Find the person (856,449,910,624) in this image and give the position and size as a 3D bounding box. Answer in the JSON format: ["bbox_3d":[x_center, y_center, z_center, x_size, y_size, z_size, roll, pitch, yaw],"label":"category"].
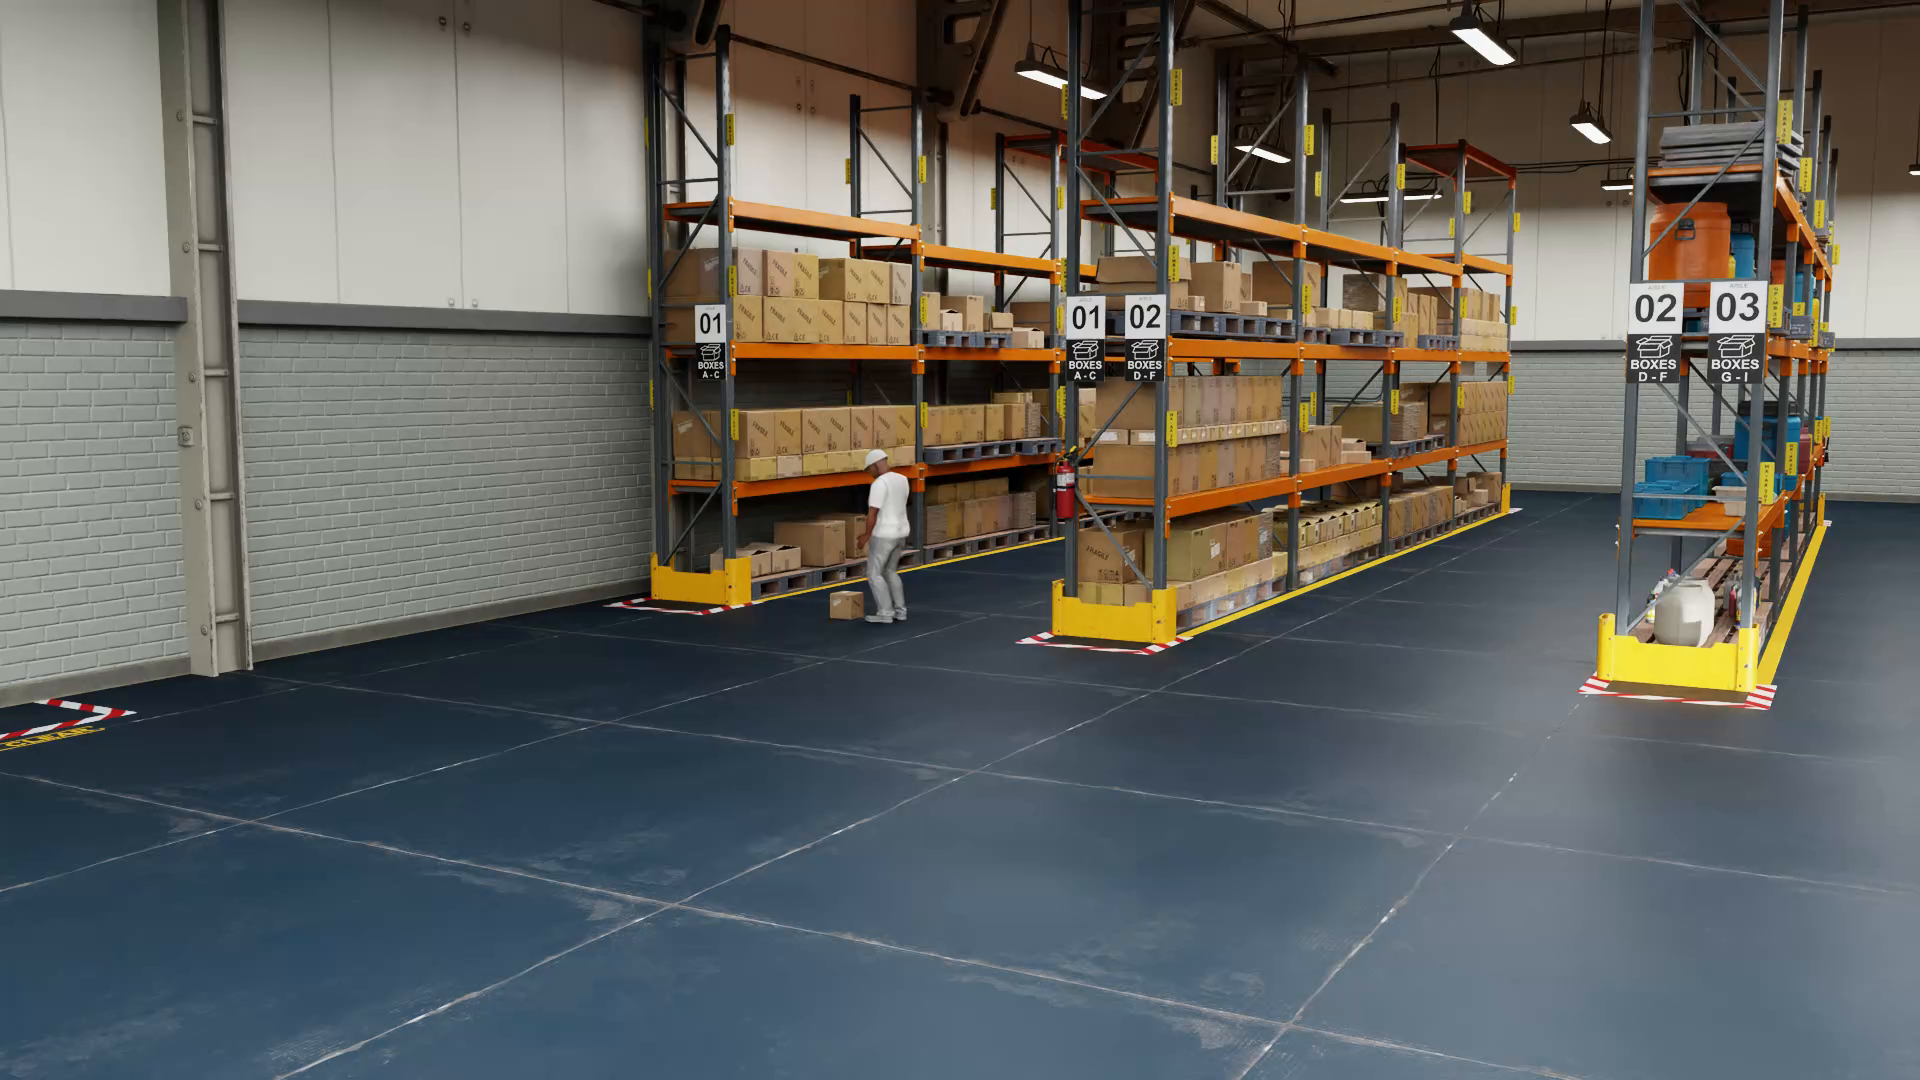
[{"bbox_3d":[-0.760,-0.041,16.633,0.437,1.725,0.588,3,7,30],"label":"person"}]
